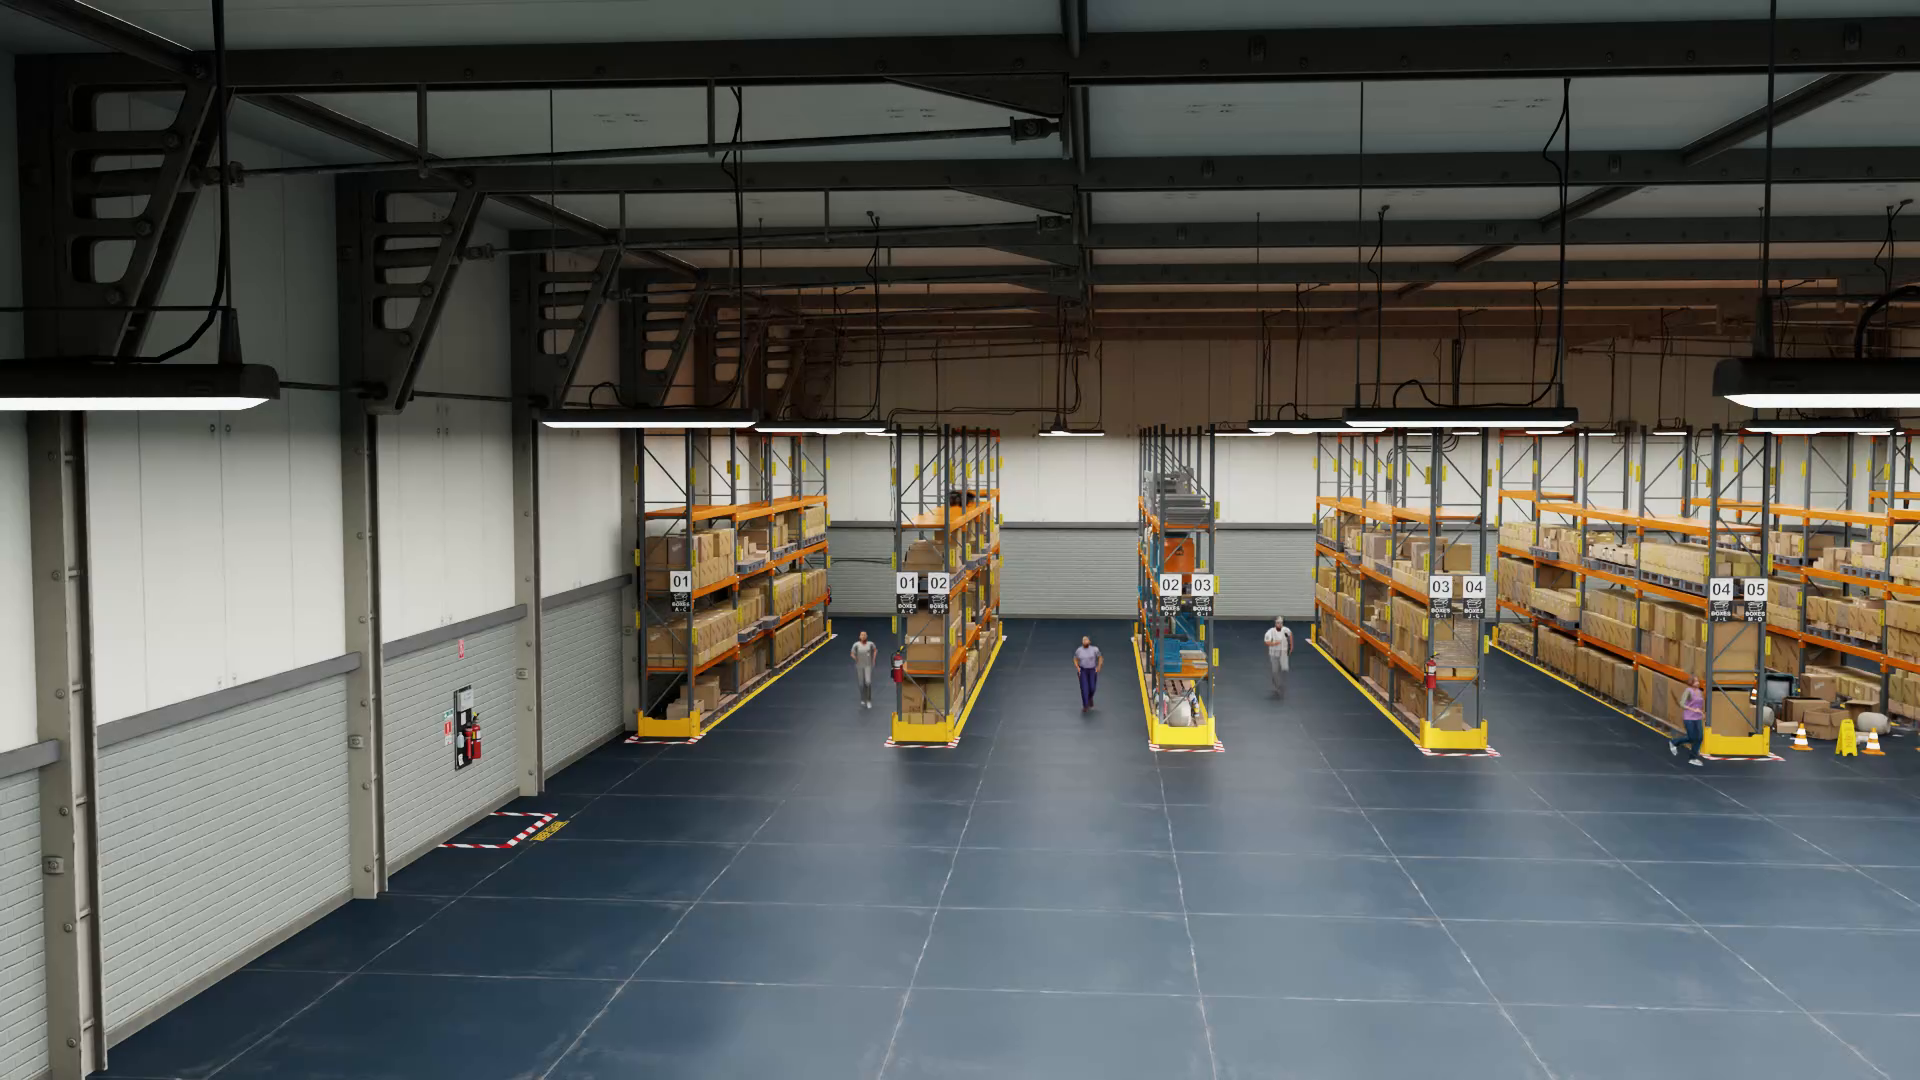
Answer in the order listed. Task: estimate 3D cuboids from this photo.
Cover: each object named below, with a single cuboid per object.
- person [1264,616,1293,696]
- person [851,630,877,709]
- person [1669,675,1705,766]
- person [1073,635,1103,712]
[{"bbox_3d":[7.134,2.585,37.198,0.690,1.798,0.847,0,3,-1],"label":"person"},{"bbox_3d":[-2.048,2.743,35.377,0.555,1.681,0.712,0,3,-1],"label":"person"},{"bbox_3d":[12.873,3.165,29.334,0.555,1.557,0.675,-2,4,-30],"label":"person"},{"bbox_3d":[2.674,2.810,34.888,0.611,1.602,0.514,1,4,9],"label":"person"}]
